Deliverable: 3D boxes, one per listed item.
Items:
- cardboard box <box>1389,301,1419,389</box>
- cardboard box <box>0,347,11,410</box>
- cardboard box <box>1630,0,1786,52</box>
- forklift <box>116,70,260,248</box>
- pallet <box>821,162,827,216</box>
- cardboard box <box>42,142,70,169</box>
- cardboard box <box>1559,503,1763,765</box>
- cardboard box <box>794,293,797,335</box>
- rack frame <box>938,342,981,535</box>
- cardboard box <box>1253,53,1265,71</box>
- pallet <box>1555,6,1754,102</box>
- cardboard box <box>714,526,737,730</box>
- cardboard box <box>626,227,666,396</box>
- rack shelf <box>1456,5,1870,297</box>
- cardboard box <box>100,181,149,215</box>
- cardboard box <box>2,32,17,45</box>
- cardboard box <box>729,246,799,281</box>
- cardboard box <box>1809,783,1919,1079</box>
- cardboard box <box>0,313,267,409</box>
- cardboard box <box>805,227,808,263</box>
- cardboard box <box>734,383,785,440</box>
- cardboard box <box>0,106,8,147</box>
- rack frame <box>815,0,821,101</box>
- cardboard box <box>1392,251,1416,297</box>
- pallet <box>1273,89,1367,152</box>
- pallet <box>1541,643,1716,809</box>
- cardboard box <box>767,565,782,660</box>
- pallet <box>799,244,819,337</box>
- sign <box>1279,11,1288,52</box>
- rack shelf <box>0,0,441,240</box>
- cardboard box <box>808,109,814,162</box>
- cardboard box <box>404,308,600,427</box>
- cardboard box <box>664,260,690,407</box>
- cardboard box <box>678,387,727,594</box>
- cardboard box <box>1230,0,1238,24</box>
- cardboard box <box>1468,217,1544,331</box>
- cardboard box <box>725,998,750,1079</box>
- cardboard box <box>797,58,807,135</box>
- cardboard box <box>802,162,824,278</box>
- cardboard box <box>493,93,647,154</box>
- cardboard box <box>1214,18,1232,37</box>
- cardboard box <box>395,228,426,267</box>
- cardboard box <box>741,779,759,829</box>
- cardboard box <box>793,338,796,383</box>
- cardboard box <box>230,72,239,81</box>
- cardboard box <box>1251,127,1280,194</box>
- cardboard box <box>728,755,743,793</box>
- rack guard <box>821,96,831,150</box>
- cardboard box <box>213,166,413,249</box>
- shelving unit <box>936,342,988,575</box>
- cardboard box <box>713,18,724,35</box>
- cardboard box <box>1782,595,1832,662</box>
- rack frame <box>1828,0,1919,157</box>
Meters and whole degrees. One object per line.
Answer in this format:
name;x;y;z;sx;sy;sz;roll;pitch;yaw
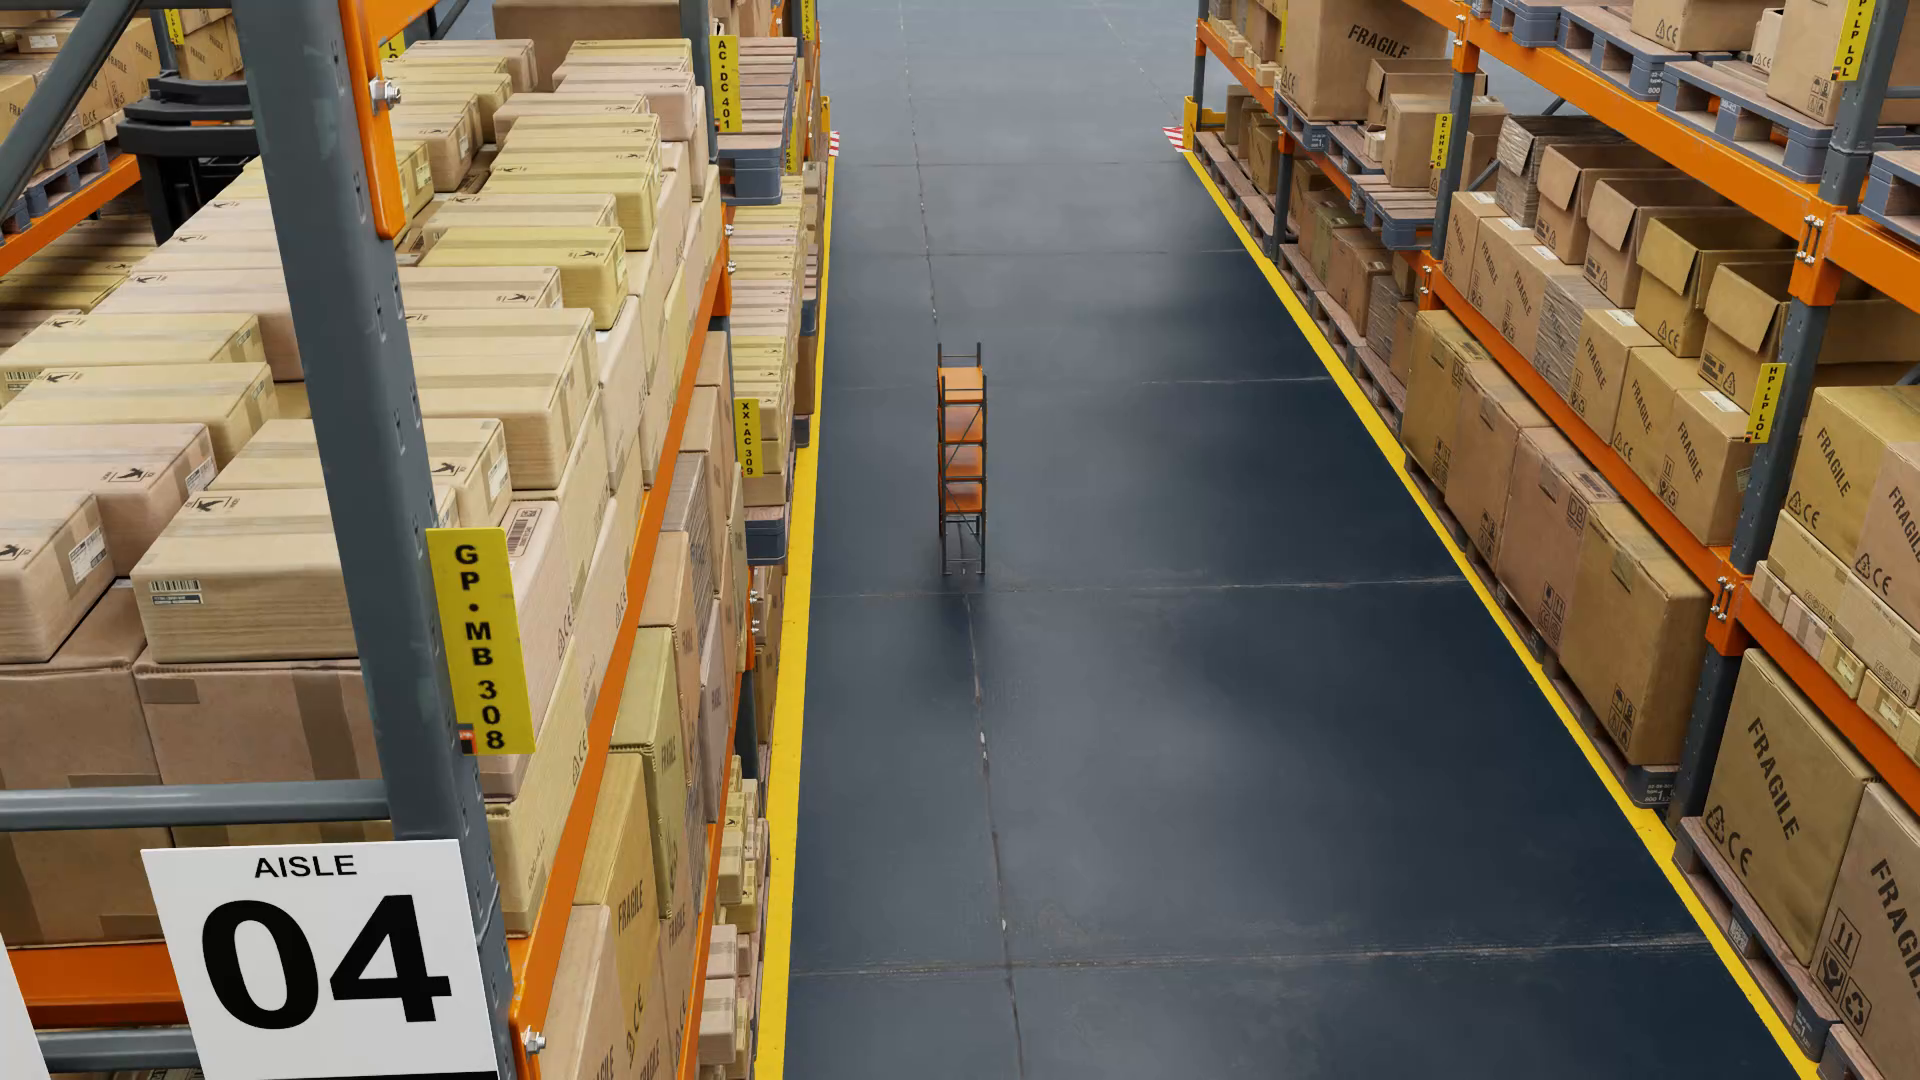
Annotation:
cardboard box;3.347;-1.302;11.230;0.700;0.500;0.500;-3;28;-5
cardboard box;-6.514;-0.949;10.713;0.950;0.372;0.625;-3;28;-6
cardboard box;3.530;-2.525;7.538;0.797;0.503;0.637;-2;28;-3
forklift;-3.221;-0.965;8.430;1.130;2.935;3.031;-2;28;-3
pallet;-1.793;-3.362;15.967;1.003;0.211;1.213;-1;28;-3
cardboard box;-6.361;-2.644;11.393;0.380;0.149;0.250;-1;28;-1
cardboard box;3.558;0.402;7.579;1.225;0.875;0.875;-1;28;-2
cardboard box;-0.992;-1.108;8.126;0.380;0.149;0.250;-2;28;-4
rack frame;-0.004;-0.568;9.542;0.240;1.200;0.015;-1;28;-3
cardboard box;2.873;-4.313;15.047;0.380;0.149;0.250;-1;28;-3
pallet;3.550;-2.340;7.953;1.003;0.211;1.213;0;28;0
cardboard box;-1.014;0.294;5.512;0.500;0.500;0.500;-2;28;-4
cardboard box;-0.972;-0.541;3.921;0.500;0.250;0.500;-2;28;-5
rack shelf;3.507;-1.993;7.863;1.077;0.370;4.000;-1;28;-3
cardboard box;-7.002;-3.080;14.121;0.500;0.500;0.500;-2;28;-3
cardboard box;-6.938;-3.422;12.183;0.500;0.500;0.500;-1;28;-2
cardboard box;-1.007;-1.359;8.286;0.380;0.149;0.250;0;28;0
cardboard box;3.613;1.419;5.628;0.875;0.875;0.875;-1;28;-3
cardboard box;-1.500;-0.301;3.030;0.380;0.149;0.250;-1;28;-2
cardboard box;-1.071;-1.691;9.566;0.380;0.149;0.250;-1;28;-2
cardboard box;-0.908;-0.517;6.673;0.380;0.149;0.250;0;28;0
cardboard box;-6.321;-2.483;10.383;0.500;0.500;0.500;0;28;0
rack frame;-1.974;-5.527;17.104;1.000;3.000;0.127;-1;28;-3
cardboard box;3.300;-1.879;11.525;0.500;0.250;0.500;2;28;3
pallet;3.088;-3.312;13.064;1.003;0.211;1.213;-1;28;-3
pallet;3.496;0.823;7.944;1.003;0.211;1.213;-1;28;-3
cardboard box;-1.150;0.344;8.095;0.500;0.500;0.500;0;28;0
pallet;-1.412;-1.421;9.439;1.213;0.211;1.003;-1;28;-3
sign;2.652;-4.121;13.471;0.100;0.325;0.005;-1;28;-3
rack shelf;-1.243;-1.402;3.488;1.077;0.370;4.000;-1;28;-3
cardboard box;-1.728;-3.217;14.517;0.875;0.875;0.875;-1;28;-2
cardboard box;-0.876;-0.313;3.053;0.380;0.149;0.250;-1;28;-2
cardboard box;-1.010;-0.564;4.506;0.500;0.250;0.500;-2;28;-3
cardboard box;-1.020;-0.156;5.295;0.500;0.500;0.500;-2;28;-4
cardboard box;3.132;-5.294;16.227;0.875;0.500;0.500;-1;28;-3
cardboard box;3.185;-1.481;9.238;0.500;0.500;0.500;-2;28;-4
cardboard box;-0.932;1.743;5.793;0.380;0.149;0.250;-1;28;-3
cardboard box;-1.471;-3.490;13.090;0.500;0.500;0.500;-2;28;-3
cardboard box;-1.643;-2.584;13.440;1.050;0.750;0.750;-2;28;-3
cardboard box;-1.083;-1.152;4.662;0.380;0.149;0.250;0;28;-1
cardboard box;2.754;-5.120;16.595;0.380;0.149;0.250;-1;28;-3
cardboard box;-1.483;-0.536;3.913;0.500;0.250;0.500;-3;28;-5
cardboard box;-1.013;1.098;6.708;0.380;0.149;0.250;-1;28;-2
cardboard box;-0.982;-0.856;7.966;0.380;0.149;0.250;-2;28;-4
cardboard box;-6.532;-4.031;14.506;0.380;0.149;0.250;-2;28;-3
cardboard box;3.064;-3.566;15.593;0.500;0.500;0.500;-4;28;-7
cardboard box;-1.069;0.986;6.601;0.380;0.149;0.250;-1;28;-1
rack guard;-1.975;-4.430;17.704;1.175;0.500;0.348;-1;28;-3
cardboard box;-1.526;-0.779;3.946;0.380;0.149;0.250;-2;28;-4
shelving unit;0.009;-0.456;9.326;0.258;1.200;0.503;-1;28;-3
cardboard box;-1.183;-1.874;6.498;0.500;0.311;0.500;-2;28;-3
cardboard box;3.308;0.318;6.167;0.380;0.149;0.250;-2;28;-4
rack frame;3.611;-2.719;5.232;1.000;3.000;0.127;-1;28;-3
